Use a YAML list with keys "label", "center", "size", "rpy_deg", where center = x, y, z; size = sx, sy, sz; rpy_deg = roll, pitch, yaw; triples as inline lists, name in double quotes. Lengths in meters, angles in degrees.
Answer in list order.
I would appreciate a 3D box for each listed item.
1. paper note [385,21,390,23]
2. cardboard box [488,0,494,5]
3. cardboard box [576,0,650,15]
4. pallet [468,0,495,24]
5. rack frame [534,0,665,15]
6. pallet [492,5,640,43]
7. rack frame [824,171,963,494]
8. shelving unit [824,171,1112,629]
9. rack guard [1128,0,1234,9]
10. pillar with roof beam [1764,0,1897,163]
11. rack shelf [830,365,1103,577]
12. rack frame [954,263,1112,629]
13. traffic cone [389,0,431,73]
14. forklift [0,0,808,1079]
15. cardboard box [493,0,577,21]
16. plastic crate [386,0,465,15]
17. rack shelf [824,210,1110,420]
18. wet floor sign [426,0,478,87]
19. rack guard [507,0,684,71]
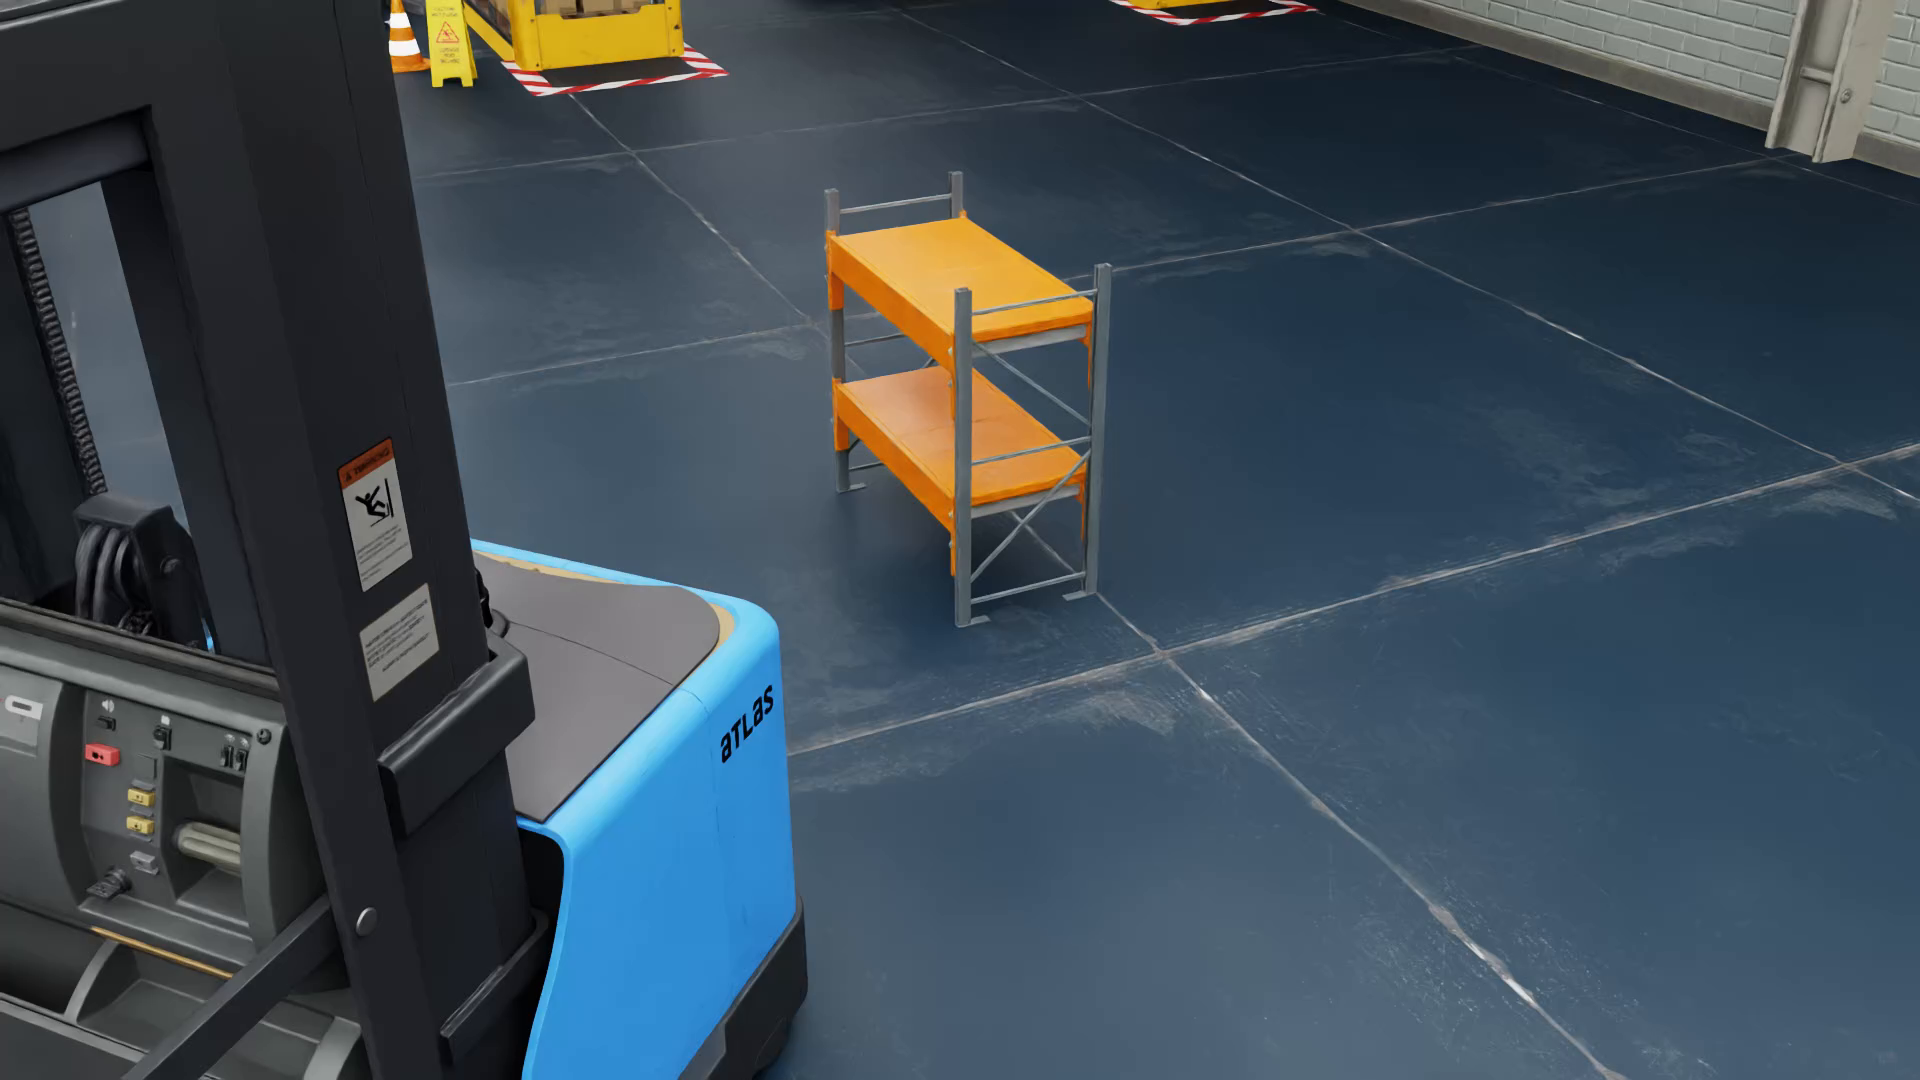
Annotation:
- label: "paper note"
  center: [-4.382, -4.032, 12.908]
  size: [0.148, 0.019, 0.142]
  rpy_deg: [26, 38, 38]
- label: "cardboard box"
  center: [-3.343, -4.236, 12.619]
  size: [0.500, 0.250, 0.500]
  rpy_deg: [-13, 32, -22]
- label: "cardboard box"
  center: [-2.634, -4.119, 12.411]
  size: [0.500, 0.250, 0.500]
  rpy_deg: [-13, 32, -22]
- label: "pallet"
  center: [-3.407, -4.443, 13.457]
  size: [1.003, 0.211, 1.213]
  rpy_deg: [-13, 32, -22]
- label: "rack frame"
  center: [-2.537, -4.721, 11.102]
  size: [1.000, 3.000, 0.127]
  rpy_deg: [-13, 32, -22]
- label: "pallet"
  center: [-2.887, -3.904, 12.497]
  size: [1.003, 0.211, 1.213]
  rpy_deg: [-13, 32, -22]
- label: "rack frame"
  center: [-0.221, -0.718, 5.881]
  size: [0.500, 1.125, 0.032]
  rpy_deg: [-13, 32, -22]
- label: "shelving unit"
  center: [-0.003, -0.494, 5.480]
  size: [0.538, 1.125, 1.048]
  rpy_deg: [-13, 32, -22]
- label: "rack guard"
  center: [1.954, -4.664, 13.556]
  size: [1.175, 0.500, 0.348]
  rpy_deg: [-13, 32, -22]
- label: "pillar with roof beam"
  center: [1.147, -5.324, 6.044]
  size: [9.100, 9.000, 0.400]
  rpy_deg: [-13, 32, -22]
- label: "rack shelf"
  center: [-0.003, -0.280, 5.600]
  size: [0.538, 0.278, 1.000]
  rpy_deg: [-13, 32, -22]
- label: "rack frame"
  center: [0.215, -0.269, 5.080]
  size: [0.500, 1.125, 0.032]
  rpy_deg: [-13, 32, -22]
- label: "traffic cone"
  center: [-3.887, -3.533, 11.578]
  size: [0.336, 0.463, 0.334]
  rpy_deg: [-13, 32, -22]
- label: "forklift"
  center: [-1.371, 0.366, 2.101]
  size: [1.130, 2.935, 3.031]
  rpy_deg: [11, 31, 19]
- label: "cardboard box"
  center: [-3.138, -4.016, 12.227]
  size: [0.500, 0.250, 0.500]
  rpy_deg: [-13, 32, -22]
- label: "plastic crate"
  center: [-4.321, -4.349, 13.423]
  size: [0.583, 0.080, 0.402]
  rpy_deg: [26, 38, 38]
- label: "rack shelf"
  center: [-0.003, -0.749, 5.337]
  size: [0.538, 0.278, 1.000]
  rpy_deg: [-13, 32, -22]
- label: "wet floor sign"
  center: [-3.422, -3.385, 11.128]
  size: [0.267, 0.644, 0.232]
  rpy_deg: [-3, 29, -5]
- label: "rack guard"
  center: [-2.570, -3.664, 11.773]
  size: [1.175, 0.500, 0.348]
  rpy_deg: [-13, 32, -22]
